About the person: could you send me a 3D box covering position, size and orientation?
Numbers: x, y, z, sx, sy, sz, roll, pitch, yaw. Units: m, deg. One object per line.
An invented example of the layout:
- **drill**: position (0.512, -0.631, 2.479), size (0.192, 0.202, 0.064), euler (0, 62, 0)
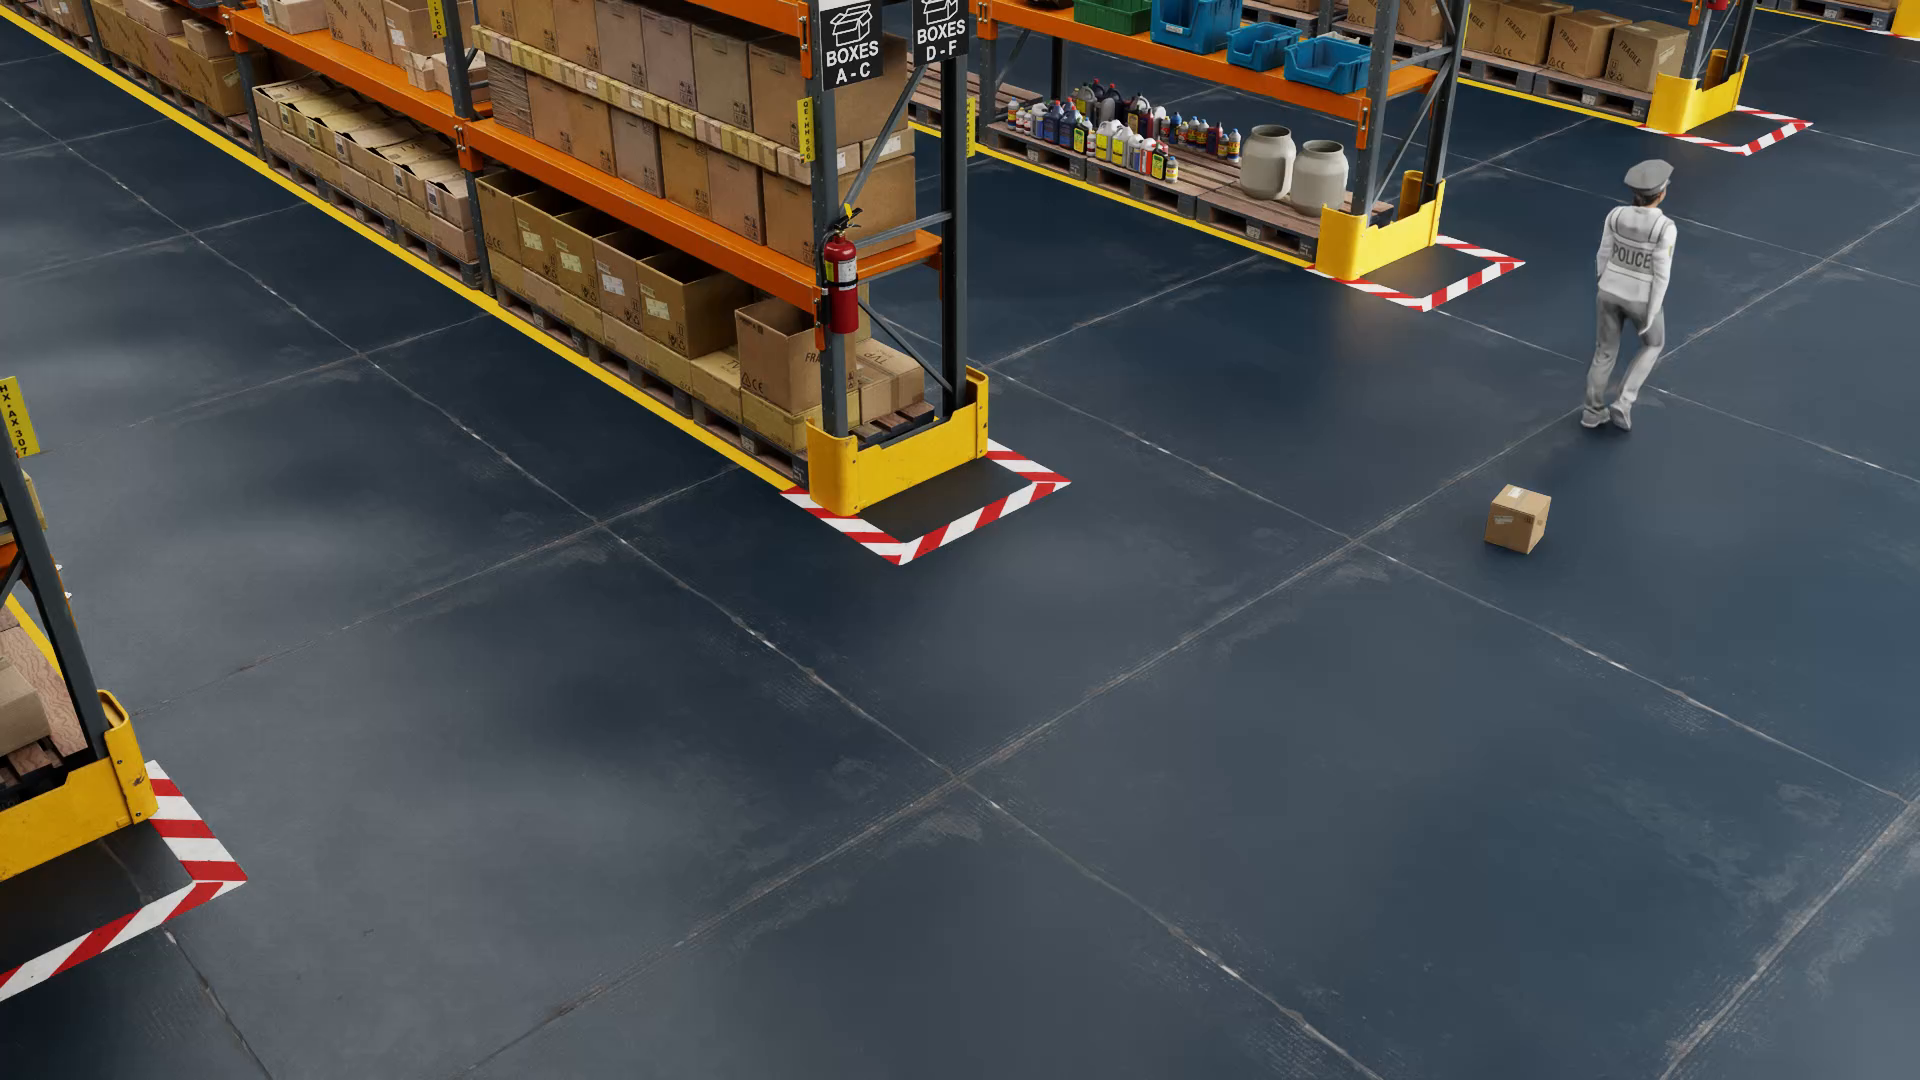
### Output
- **person**: position (4.027, -1.455, 9.990), size (0.478, 1.720, 0.445), euler (27, 41, 36)
